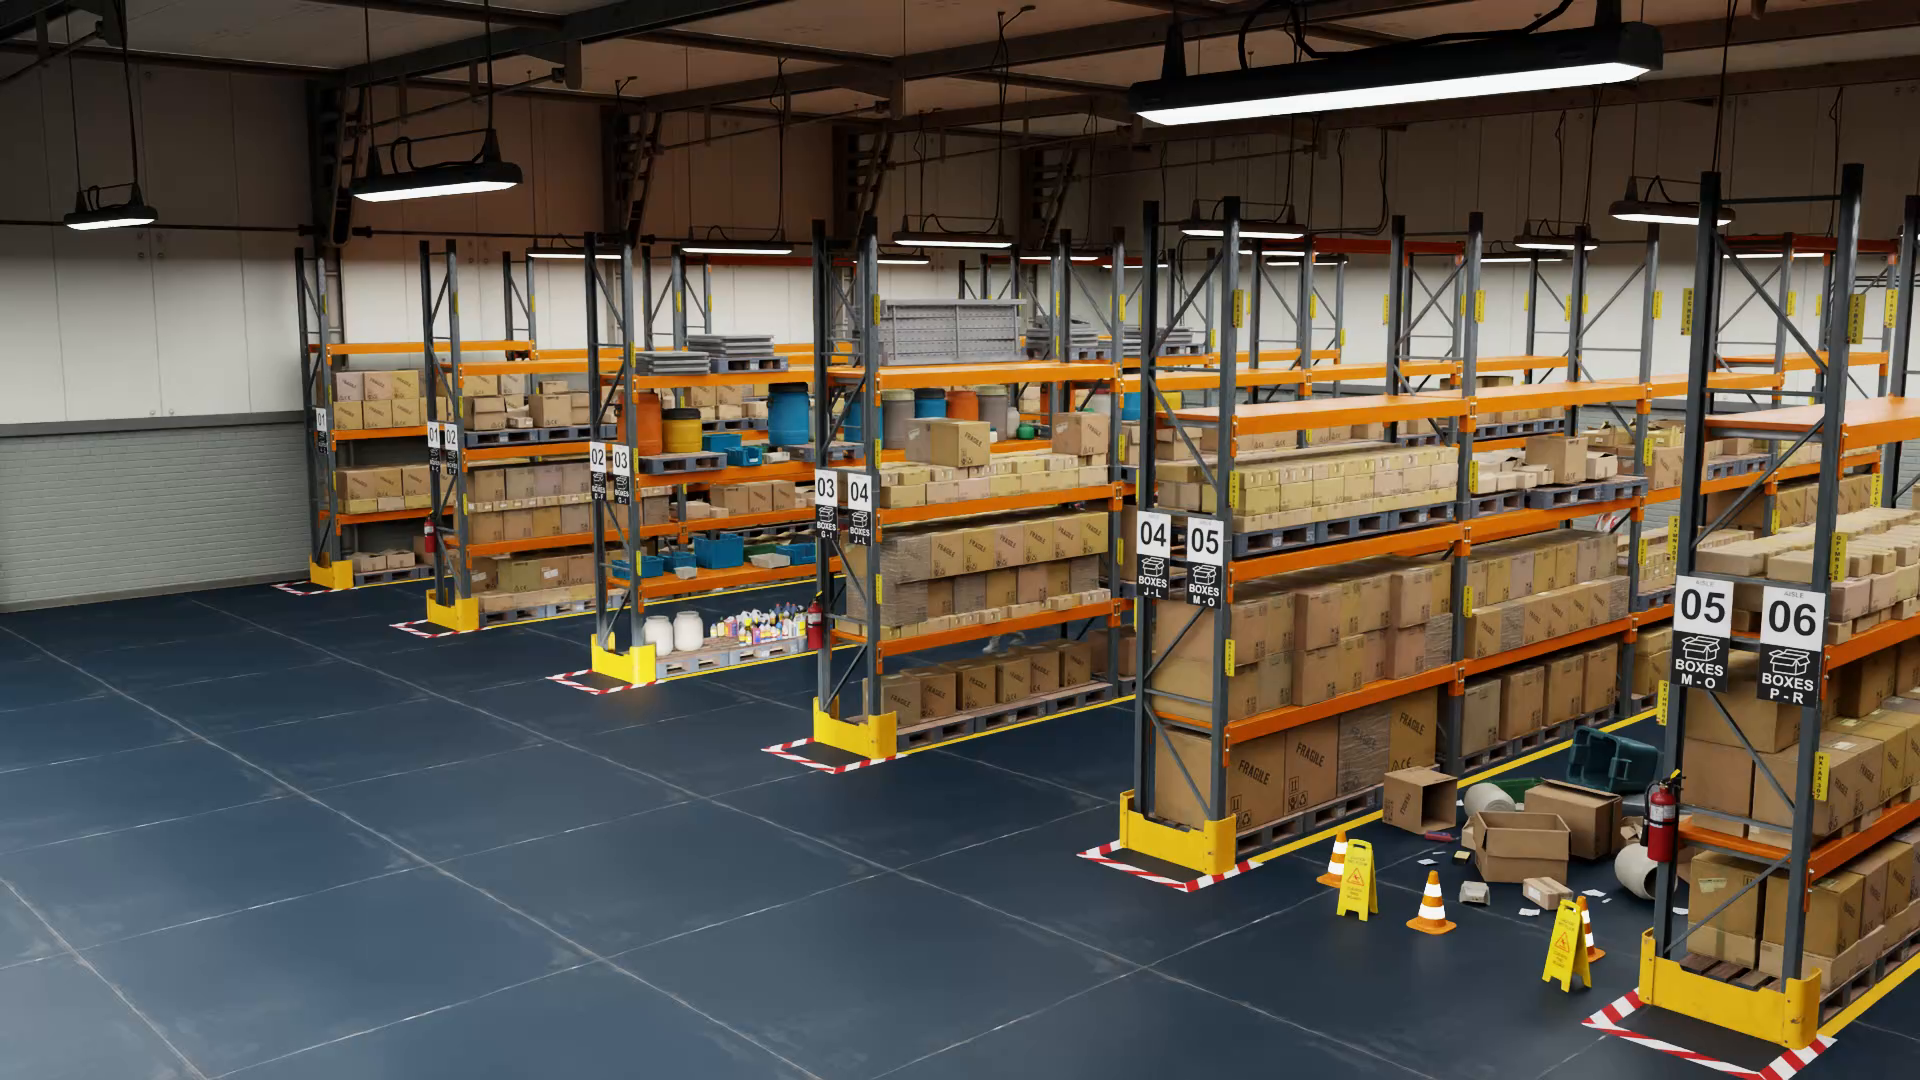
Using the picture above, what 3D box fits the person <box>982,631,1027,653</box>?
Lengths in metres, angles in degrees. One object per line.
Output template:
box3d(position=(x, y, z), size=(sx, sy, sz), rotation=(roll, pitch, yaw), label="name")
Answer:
box3d(position=(0.590, 0.748, 23.186), size=(0.897, 1.514, 0.500), rotation=(-6, 10, -33), label="person")

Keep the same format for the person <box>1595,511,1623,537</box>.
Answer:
box3d(position=(10.828, 0.185, 27.951), size=(0.555, 1.721, 1.050), rotation=(8, 11, 42), label="person")
